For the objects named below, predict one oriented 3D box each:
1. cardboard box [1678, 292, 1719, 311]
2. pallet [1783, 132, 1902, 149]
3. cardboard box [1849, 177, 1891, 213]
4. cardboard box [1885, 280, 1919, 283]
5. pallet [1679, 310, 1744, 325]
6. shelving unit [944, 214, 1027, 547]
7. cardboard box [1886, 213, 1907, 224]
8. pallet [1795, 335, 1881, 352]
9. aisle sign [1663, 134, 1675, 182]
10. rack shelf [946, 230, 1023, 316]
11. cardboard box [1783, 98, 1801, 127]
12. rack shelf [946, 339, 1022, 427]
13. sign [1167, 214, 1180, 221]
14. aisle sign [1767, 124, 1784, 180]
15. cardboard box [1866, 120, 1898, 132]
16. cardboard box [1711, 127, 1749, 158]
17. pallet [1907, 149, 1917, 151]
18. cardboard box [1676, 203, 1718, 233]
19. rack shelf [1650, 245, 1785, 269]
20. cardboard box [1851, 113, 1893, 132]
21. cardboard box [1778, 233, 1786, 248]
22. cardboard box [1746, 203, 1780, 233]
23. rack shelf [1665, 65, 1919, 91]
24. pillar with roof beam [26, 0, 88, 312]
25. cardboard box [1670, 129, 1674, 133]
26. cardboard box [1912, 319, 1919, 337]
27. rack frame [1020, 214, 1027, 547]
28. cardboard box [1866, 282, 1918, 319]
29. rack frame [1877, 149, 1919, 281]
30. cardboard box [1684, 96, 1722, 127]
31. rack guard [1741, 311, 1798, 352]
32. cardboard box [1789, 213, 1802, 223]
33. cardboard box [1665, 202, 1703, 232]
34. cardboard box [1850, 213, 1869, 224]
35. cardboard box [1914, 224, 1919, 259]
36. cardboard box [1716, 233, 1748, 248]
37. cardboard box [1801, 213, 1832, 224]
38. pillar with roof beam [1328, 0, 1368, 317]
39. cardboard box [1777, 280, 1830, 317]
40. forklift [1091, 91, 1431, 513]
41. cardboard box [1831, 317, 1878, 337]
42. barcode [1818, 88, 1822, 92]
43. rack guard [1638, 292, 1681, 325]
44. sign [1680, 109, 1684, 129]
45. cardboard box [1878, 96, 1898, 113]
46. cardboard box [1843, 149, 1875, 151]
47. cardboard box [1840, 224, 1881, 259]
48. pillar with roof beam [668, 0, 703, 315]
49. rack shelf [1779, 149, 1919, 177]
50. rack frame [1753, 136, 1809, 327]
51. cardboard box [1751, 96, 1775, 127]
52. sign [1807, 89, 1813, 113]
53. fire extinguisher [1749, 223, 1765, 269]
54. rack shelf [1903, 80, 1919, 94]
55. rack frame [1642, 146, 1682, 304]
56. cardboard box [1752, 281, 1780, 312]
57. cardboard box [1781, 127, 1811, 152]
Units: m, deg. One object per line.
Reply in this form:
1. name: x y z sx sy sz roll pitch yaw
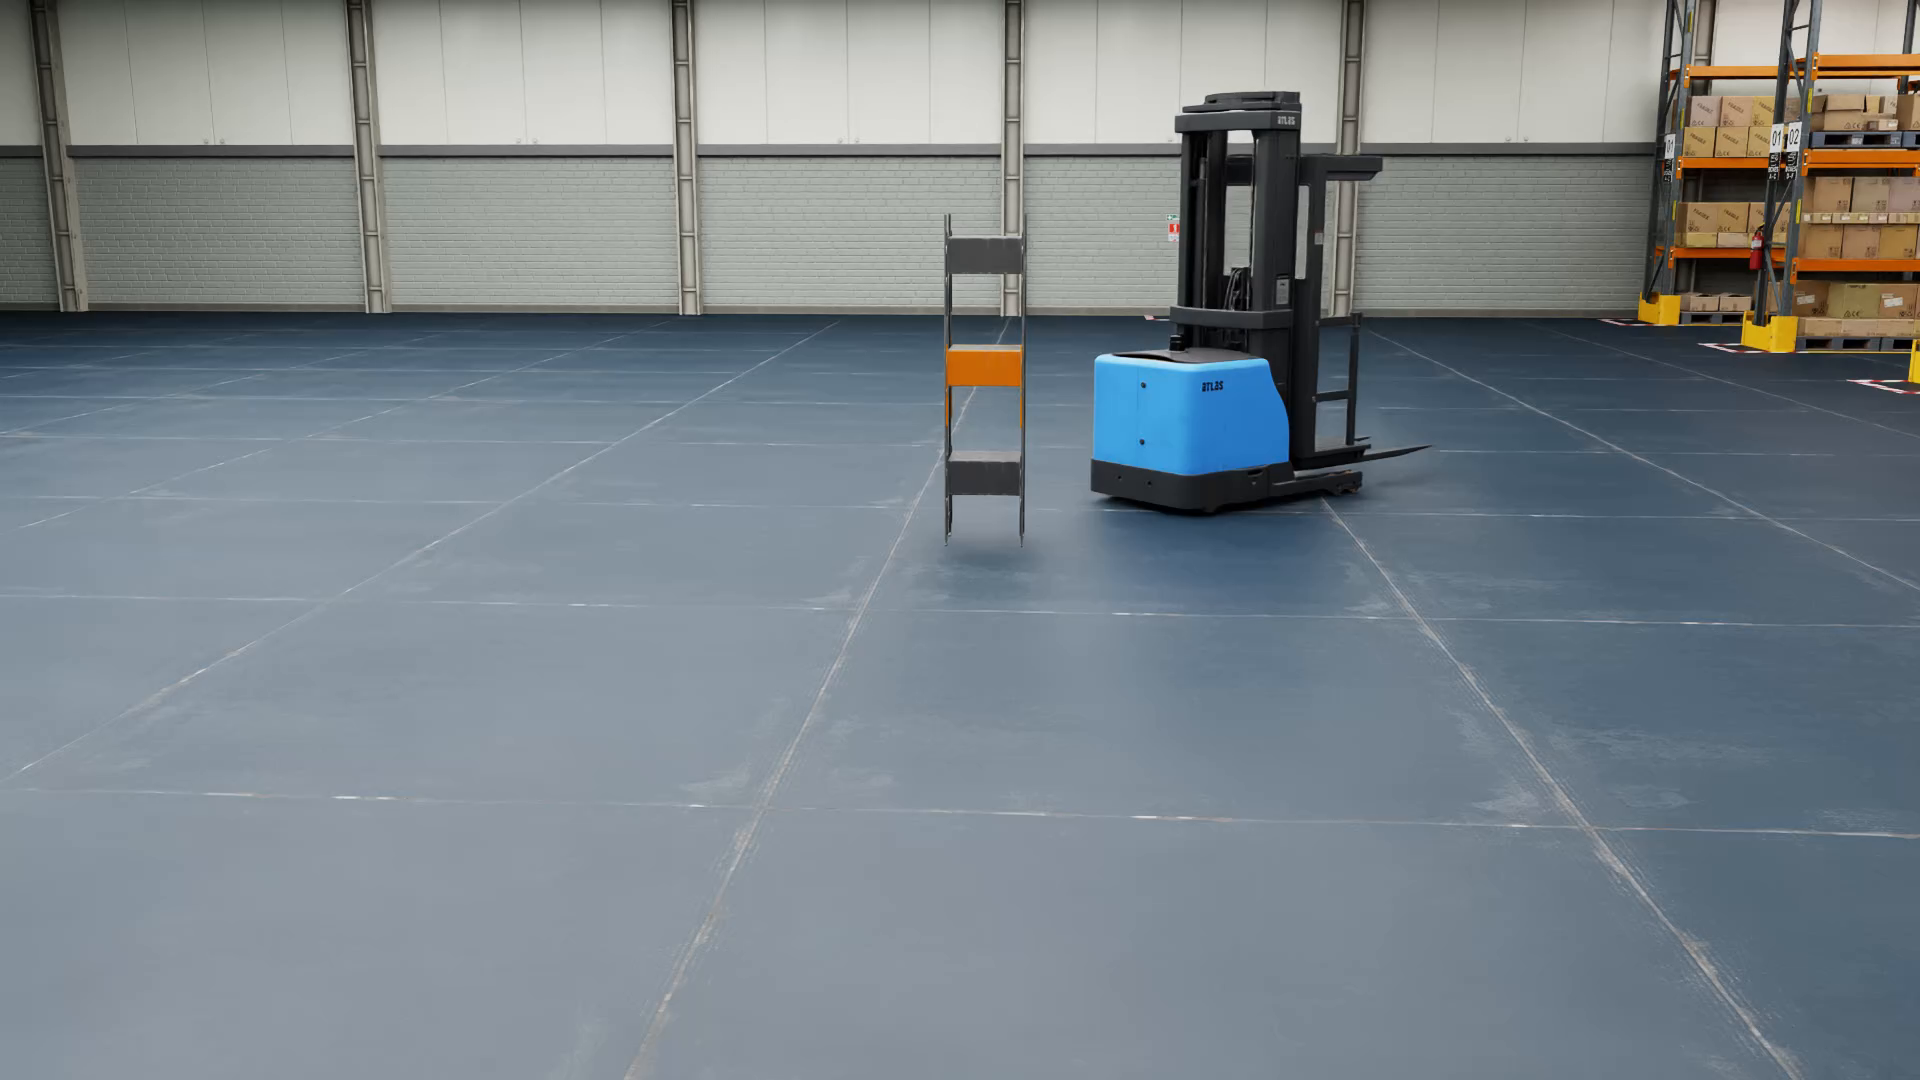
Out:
1. cardboard box: 12.855 -4.161 28.975 0.500 0.311 0.500 -1 12 -3
2. pallet: 12.547 -5.687 23.670 1.213 0.211 1.003 1 12 4
3. cardboard box: 12.886 -4.945 23.821 0.500 0.500 0.700 0 12 2
4. cardboard box: 13.896 -3.540 24.372 0.500 0.500 0.500 1 12 4
5. pallet: 13.055 -3.905 29.070 1.213 0.211 1.003 1 12 4
6. shelving unit: 0.165 -1.025 10.692 0.503 2.100 0.431 1 12 4
7. cardboard box: 13.251 -4.581 23.661 0.250 0.149 0.380 0 12 2
8. pallet: 12.609 -2.911 24.316 1.213 0.211 1.003 1 12 4
9. aisle sign: 12.079 -6.501 28.323 0.004 0.787 0.394 1 12 4
10. rack shelf: 0.165 -1.697 10.551 0.480 0.518 0.431 1 12 4
11. cardboard box: 14.155 -7.328 28.564 0.500 0.500 0.500 1 12 4
12. rack shelf: 0.165 -1.012 10.695 0.480 0.518 0.431 1 12 4
13. sign: 3.936 -5.884 30.338 0.331 0.109 0.001 1 12 4
14. aisle sign: 11.797 -5.611 24.064 0.004 0.787 0.394 1 12 4
15. cardboard box: 13.005 -5.844 23.451 0.250 0.149 0.380 1 12 4
16. cardboard box: 13.021 -6.746 28.222 0.500 0.500 0.500 2 12 8
17. pallet: 16.770 -6.581 28.184 1.003 0.211 1.213 1 12 4
18. cardboard box: 12.627 -5.525 28.489 0.500 0.500 0.500 1 12 4
19. rack shelf: 14.166 -4.910 28.820 4.000 0.370 1.077 1 12 4
20. cardboard box: 13.010 -5.984 23.872 0.500 0.250 0.500 1 12 4
21. cardboard box: 14.167 -5.134 28.454 0.500 0.250 0.500 1 12 4
22. cardboard box: 13.634 -5.508 28.407 0.500 0.500 0.500 0 12 2
23. rack shelf: 14.166 -7.845 28.206 4.000 0.370 1.077 1 12 4
24. pillar with roof beam: -17.294 -7.924 26.820 0.400 9.000 9.100 1 12 4
25. cardboard box: 12.604 -6.862 28.778 0.500 0.500 0.500 2 12 8
26. cardboard box: 13.860 -3.063 23.926 0.500 0.250 0.500 1 12 4
27. rack frame: 0.409 -1.022 10.676 0.015 2.100 0.400 1 12 4
28. cardboard box: 13.362 -3.441 23.898 0.500 0.500 0.500 1 12 4
29. rack frame: 16.162 -5.235 28.616 0.127 3.000 1.000 1 12 4
30. cardboard box: 12.539 -7.251 28.193 0.500 0.500 0.500 0 12 0
31. rack guard: 11.819 -3.054 24.297 0.348 0.500 1.175 1 12 4
32. cardboard box: 12.237 -4.677 24.124 0.250 0.149 0.380 1 12 3
33. cardboard box: 12.655 -5.630 28.991 0.500 0.500 0.500 1 12 3
34. cardboard box: 12.733 -4.588 23.694 0.250 0.149 0.380 1 12 4
35. cardboard box: 13.853 -4.297 23.888 0.500 0.500 0.700 1 12 5
36. cardboard box: 13.155 -5.150 28.529 0.500 0.250 0.500 0 12 2
37. cardboard box: 12.220 -4.594 23.727 0.250 0.149 0.380 1 12 3
38. pillar with roof beam: 6.652 -7.595 25.250 0.400 9.000 9.100 1 12 4
39. cardboard box: 12.398 -3.557 24.457 0.500 0.500 0.500 1 12 4
40. forklift: 2.437 -1.845 12.580 3.031 2.935 1.130 -9 15 -38
41. cardboard box: 12.863 -3.078 23.996 0.500 0.250 0.500 1 12 4
42. barcode: 14.803 -7.740 28.625 0.075 0.075 0.001 1 12 4
43. rack guard: 12.246 -4.065 29.128 0.348 0.500 1.175 1 12 4
44. sign: 12.134 -7.074 27.951 0.005 0.325 0.100 1 12 4
45. cardboard box: 15.644 -7.202 27.962 0.500 0.500 0.500 0 12 -1
46. cardboard box: 15.137 -6.727 28.134 0.500 0.500 0.500 0 12 -1
47. cardboard box: 12.832 -4.311 23.956 0.500 0.500 0.700 1 12 5
48. pillar with roof beam: -5.321 -7.760 26.035 0.400 9.000 9.100 1 12 4
49. rack shelf: 13.839 -5.366 23.675 4.000 0.370 1.077 1 12 4
50. rack frame: 11.843 -4.277 24.039 0.127 3.000 1.000 1 12 4
51. cardboard box: 13.548 -7.229 28.089 0.500 0.500 0.500 1 12 5
52. sign: 11.800 -6.099 23.093 0.005 0.325 0.100 1 12 4
53. fire extinguisher: 11.756 -4.336 24.509 0.183 0.674 0.296 1 12 4
54. rack shelf: 18.157 -7.596 27.985 4.000 0.370 1.077 1 12 4
55. rack frame: 12.171 -5.289 28.877 0.127 3.000 1.000 1 12 4
56. cardboard box: 14.152 -4.225 28.821 0.500 0.500 0.700 0 12 0
57. cardboard box: 14.075 -6.737 28.178 0.500 0.500 0.500 2 12 7
